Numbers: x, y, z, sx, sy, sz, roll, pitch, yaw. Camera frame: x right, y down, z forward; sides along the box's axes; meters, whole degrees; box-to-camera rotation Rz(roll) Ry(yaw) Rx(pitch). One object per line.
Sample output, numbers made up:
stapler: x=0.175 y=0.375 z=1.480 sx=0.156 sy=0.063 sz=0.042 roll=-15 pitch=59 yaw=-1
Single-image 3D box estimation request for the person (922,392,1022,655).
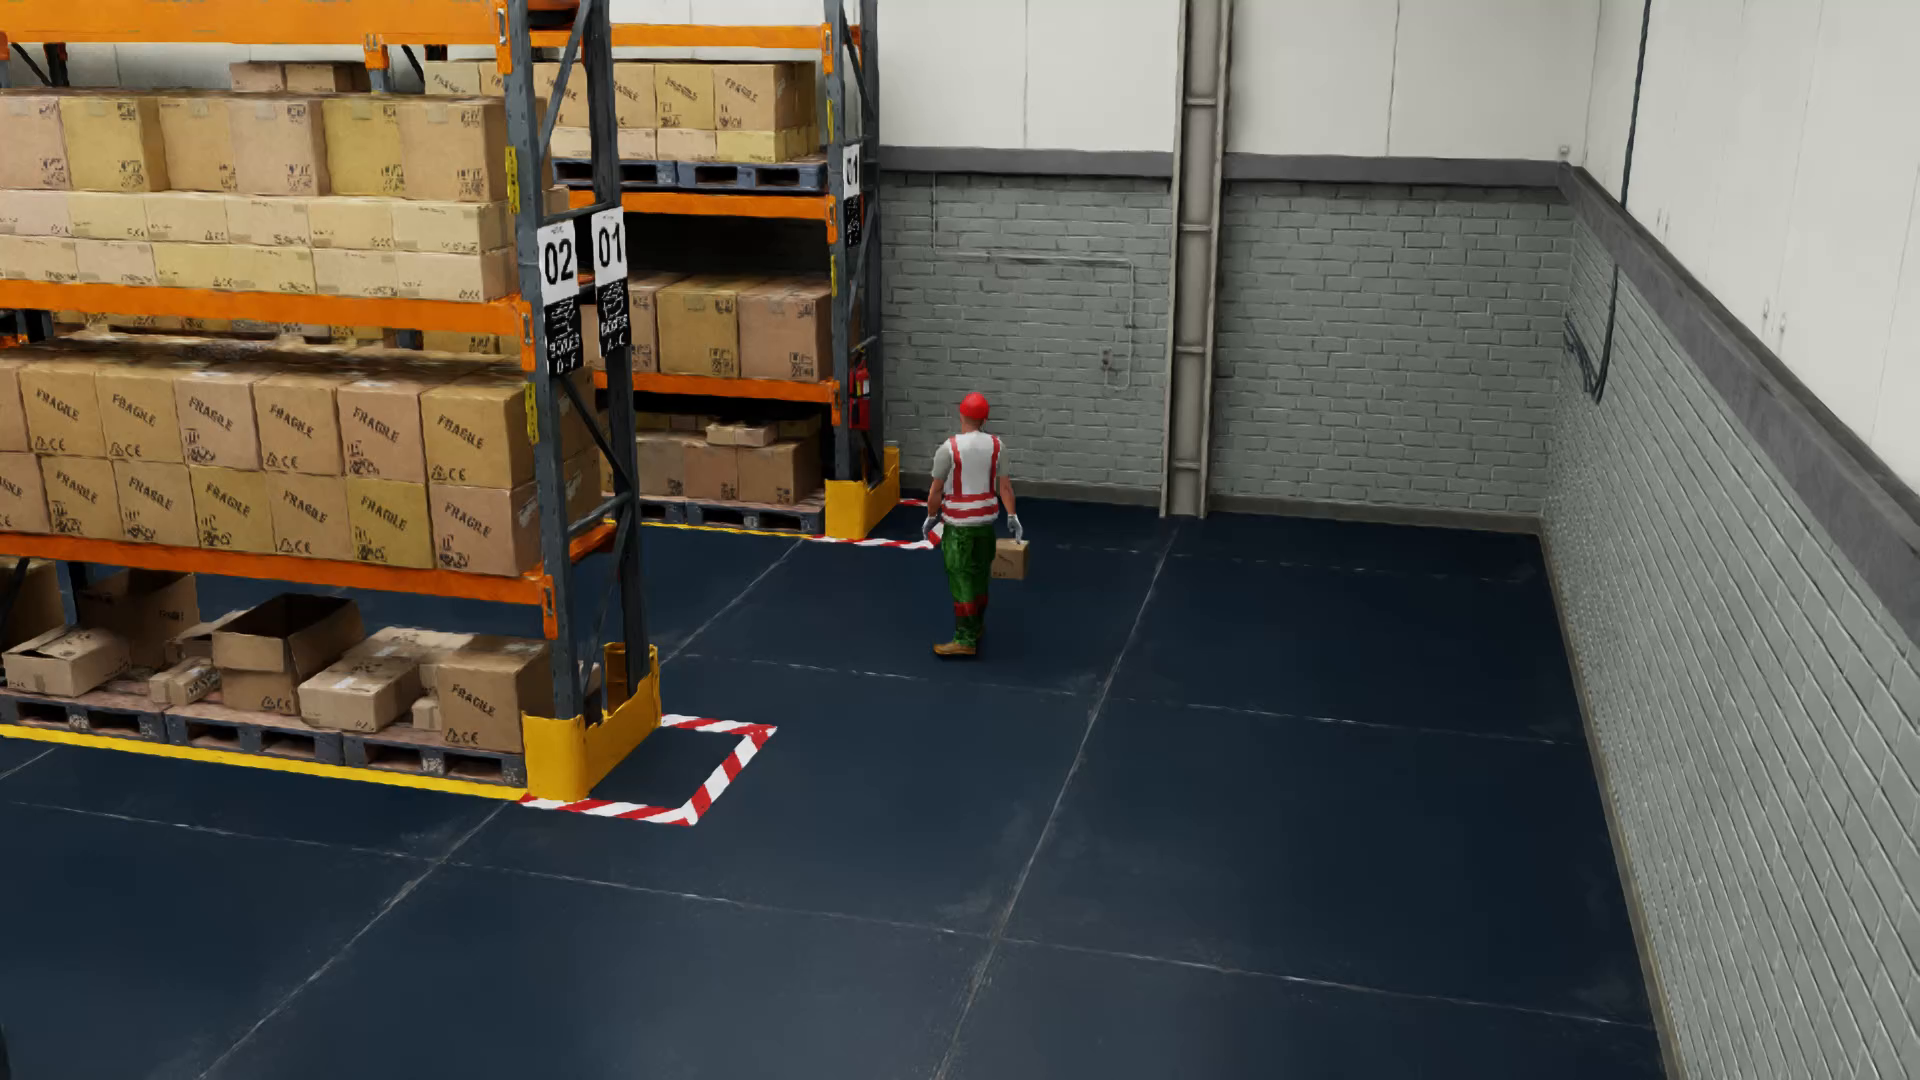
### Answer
person: x=0.067 y=-0.126 z=11.403 sx=0.683 sy=1.786 sz=0.586 roll=-9 pitch=20 yaw=-25
